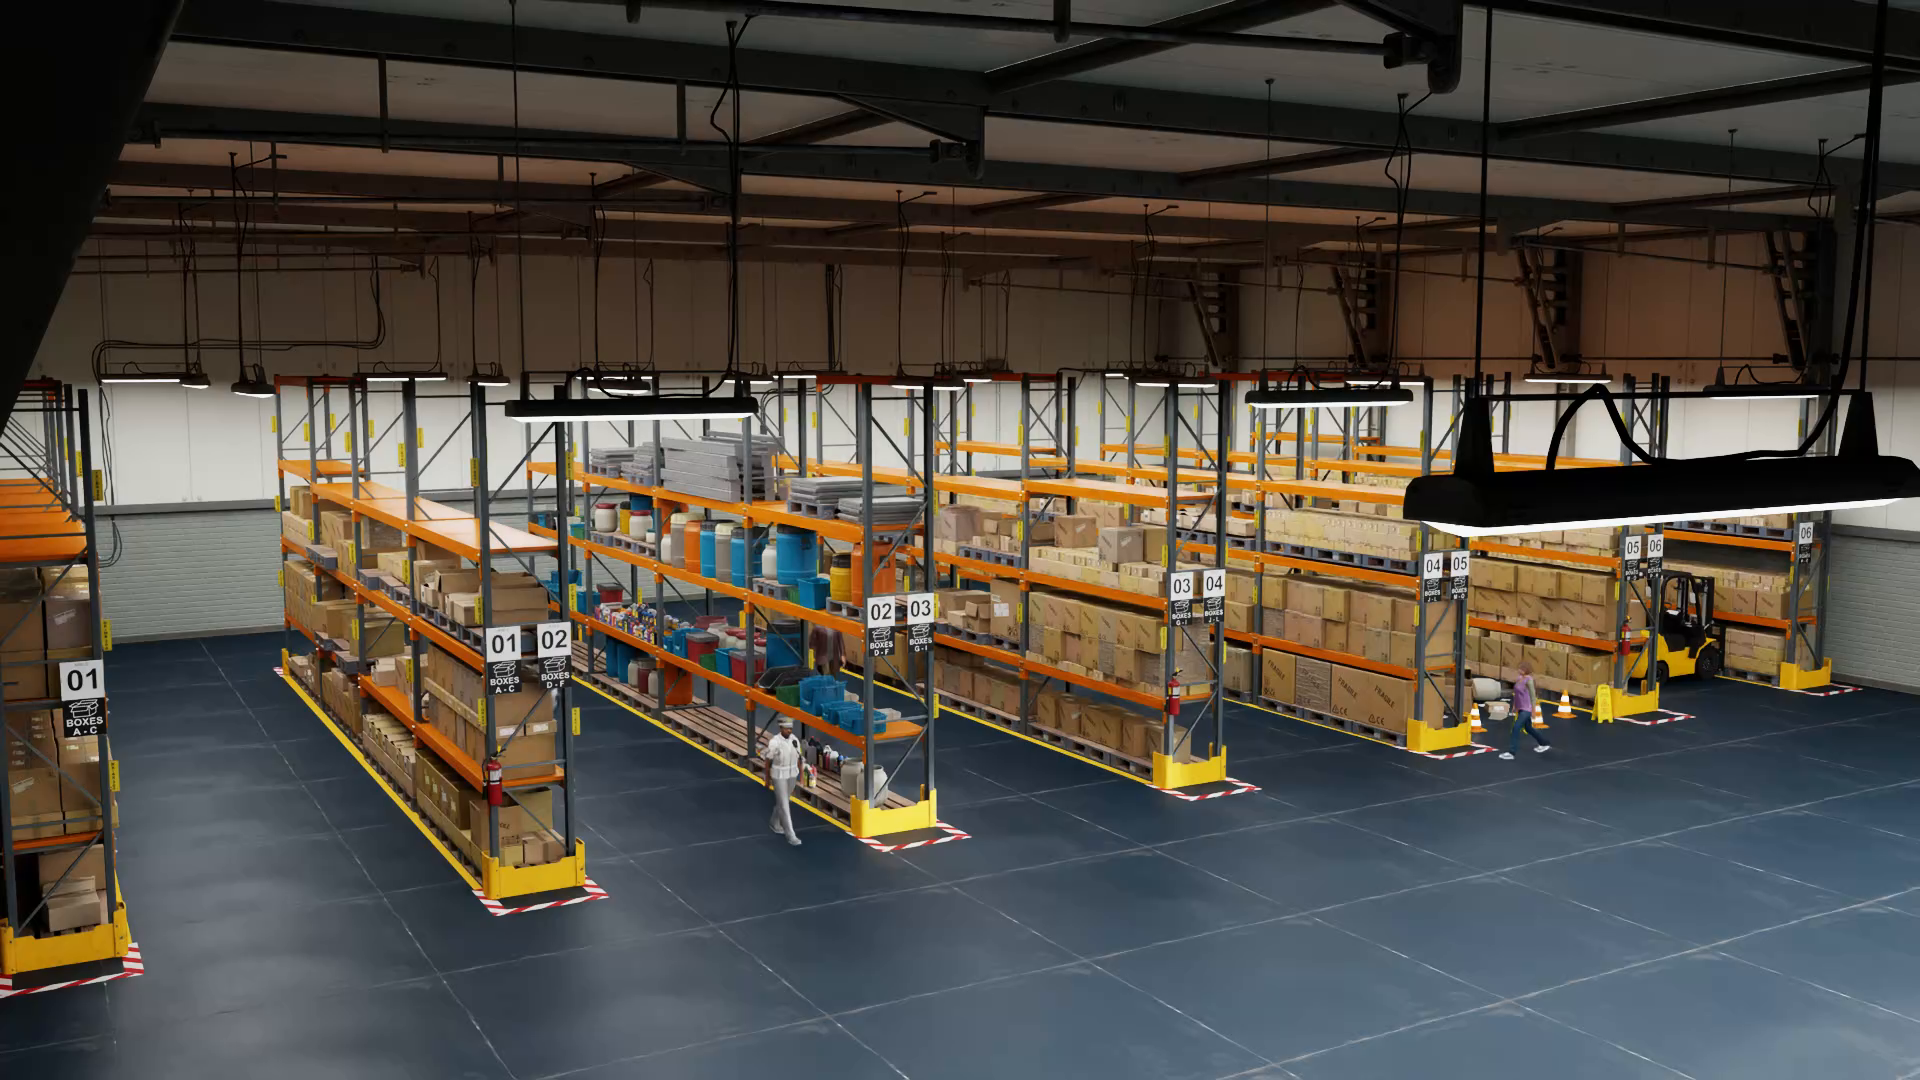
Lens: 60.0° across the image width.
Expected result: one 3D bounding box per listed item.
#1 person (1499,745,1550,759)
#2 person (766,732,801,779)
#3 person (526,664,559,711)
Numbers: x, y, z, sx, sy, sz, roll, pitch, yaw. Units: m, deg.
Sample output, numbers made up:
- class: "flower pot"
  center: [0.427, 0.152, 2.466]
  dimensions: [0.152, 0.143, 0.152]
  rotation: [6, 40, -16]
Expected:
- class: "person"
  center: [8.602, 3.335, 26.298]
  dimensions: [0.262, 0.232, 0.225]
  rotation: [-1, 6, -12]
- class: "person"
  center: [-2.307, 2.820, 21.841]
  dimensions: [0.441, 0.592, 0.349]
  rotation: [-6, 8, -43]
- class: "person"
  center: [-7.102, 2.422, 28.167]
  dimensions: [0.690, 1.682, 0.635]
  rotation: [-4, 8, -34]
